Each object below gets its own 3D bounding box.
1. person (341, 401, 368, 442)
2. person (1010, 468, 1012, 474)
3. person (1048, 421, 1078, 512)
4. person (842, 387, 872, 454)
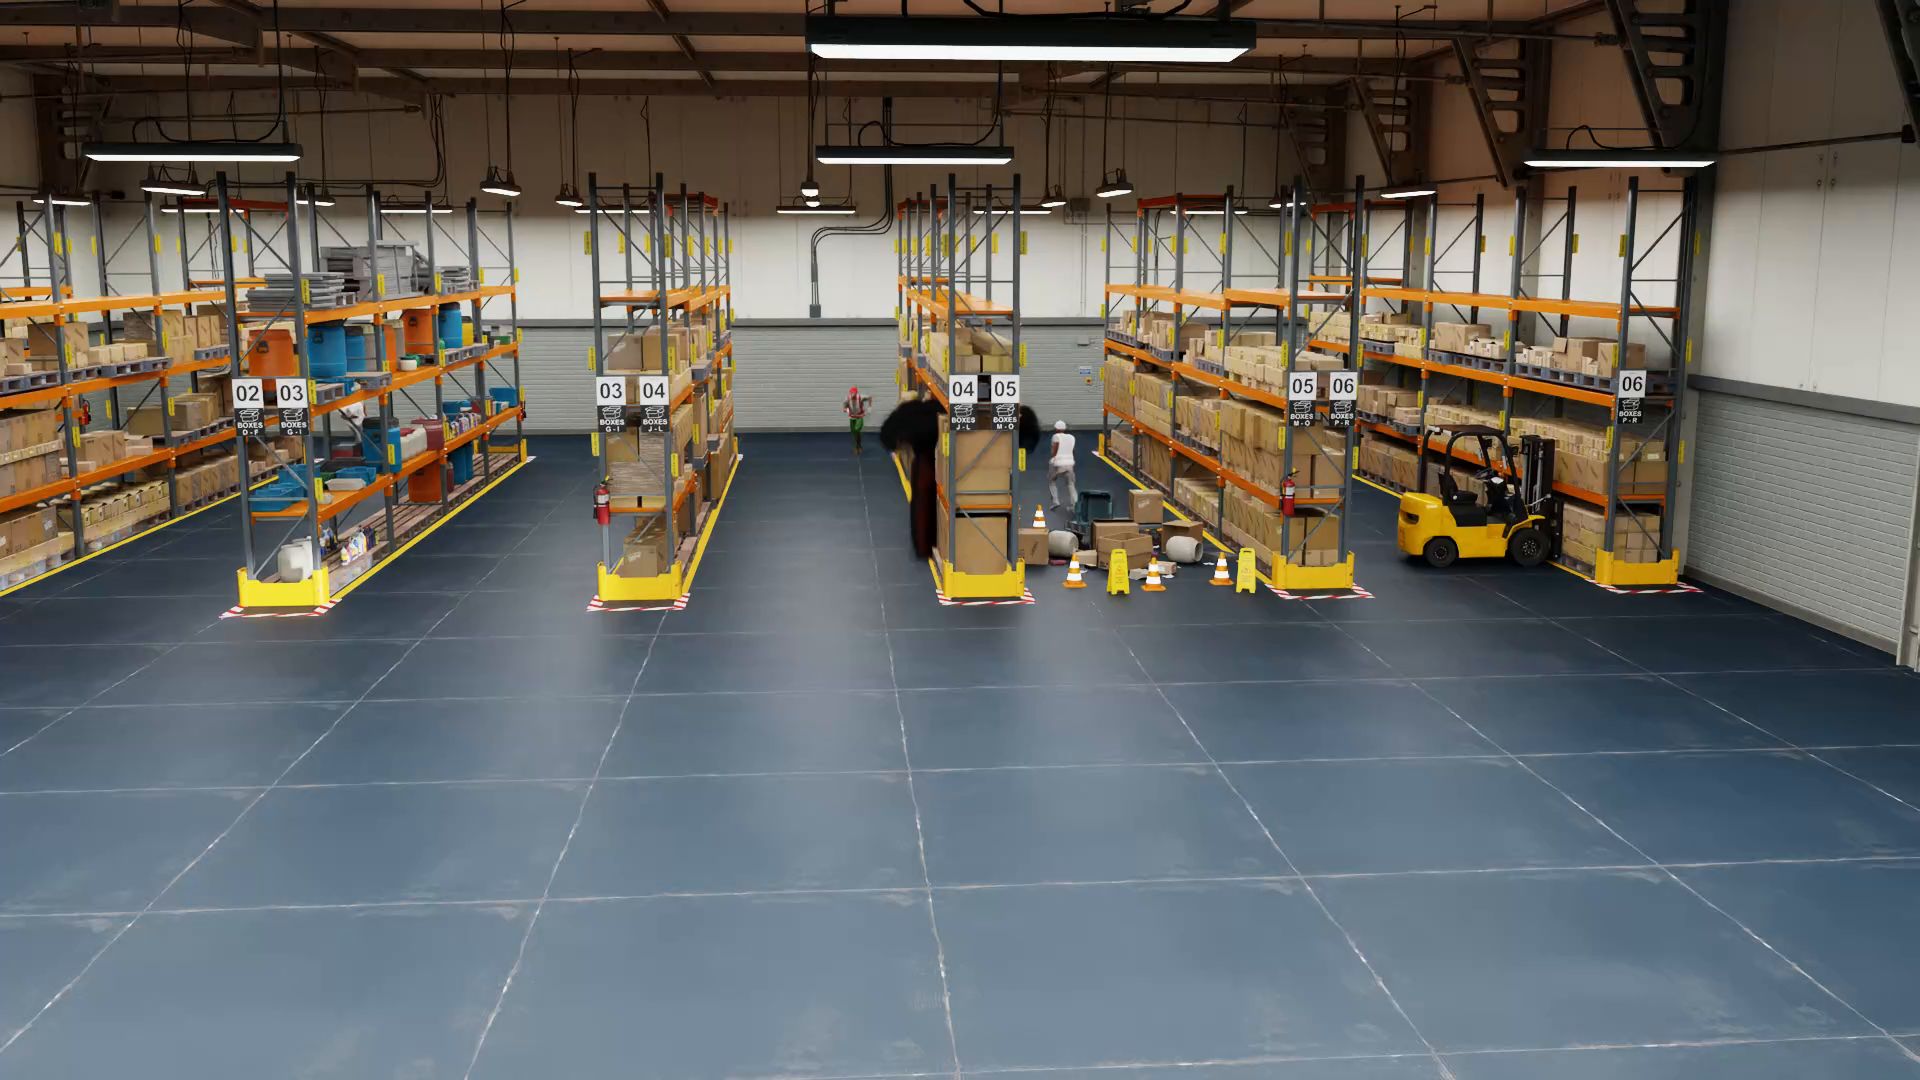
[{"bbox_3d":[-14.255,-2.749,39.405,0.744,1.721,0.846,9,13,41],"label":"person"},{"bbox_3d":[1.014,-2.098,36.451,0.524,1.372,1.032,3,10,14],"label":"person"},{"bbox_3d":[1.940,-1.389,31.617,0.697,1.734,1.000,-4,11,-23],"label":"person"},{"bbox_3d":[-2.499,-2.924,40.596,0.699,1.676,0.988,2,10,9],"label":"person"}]
